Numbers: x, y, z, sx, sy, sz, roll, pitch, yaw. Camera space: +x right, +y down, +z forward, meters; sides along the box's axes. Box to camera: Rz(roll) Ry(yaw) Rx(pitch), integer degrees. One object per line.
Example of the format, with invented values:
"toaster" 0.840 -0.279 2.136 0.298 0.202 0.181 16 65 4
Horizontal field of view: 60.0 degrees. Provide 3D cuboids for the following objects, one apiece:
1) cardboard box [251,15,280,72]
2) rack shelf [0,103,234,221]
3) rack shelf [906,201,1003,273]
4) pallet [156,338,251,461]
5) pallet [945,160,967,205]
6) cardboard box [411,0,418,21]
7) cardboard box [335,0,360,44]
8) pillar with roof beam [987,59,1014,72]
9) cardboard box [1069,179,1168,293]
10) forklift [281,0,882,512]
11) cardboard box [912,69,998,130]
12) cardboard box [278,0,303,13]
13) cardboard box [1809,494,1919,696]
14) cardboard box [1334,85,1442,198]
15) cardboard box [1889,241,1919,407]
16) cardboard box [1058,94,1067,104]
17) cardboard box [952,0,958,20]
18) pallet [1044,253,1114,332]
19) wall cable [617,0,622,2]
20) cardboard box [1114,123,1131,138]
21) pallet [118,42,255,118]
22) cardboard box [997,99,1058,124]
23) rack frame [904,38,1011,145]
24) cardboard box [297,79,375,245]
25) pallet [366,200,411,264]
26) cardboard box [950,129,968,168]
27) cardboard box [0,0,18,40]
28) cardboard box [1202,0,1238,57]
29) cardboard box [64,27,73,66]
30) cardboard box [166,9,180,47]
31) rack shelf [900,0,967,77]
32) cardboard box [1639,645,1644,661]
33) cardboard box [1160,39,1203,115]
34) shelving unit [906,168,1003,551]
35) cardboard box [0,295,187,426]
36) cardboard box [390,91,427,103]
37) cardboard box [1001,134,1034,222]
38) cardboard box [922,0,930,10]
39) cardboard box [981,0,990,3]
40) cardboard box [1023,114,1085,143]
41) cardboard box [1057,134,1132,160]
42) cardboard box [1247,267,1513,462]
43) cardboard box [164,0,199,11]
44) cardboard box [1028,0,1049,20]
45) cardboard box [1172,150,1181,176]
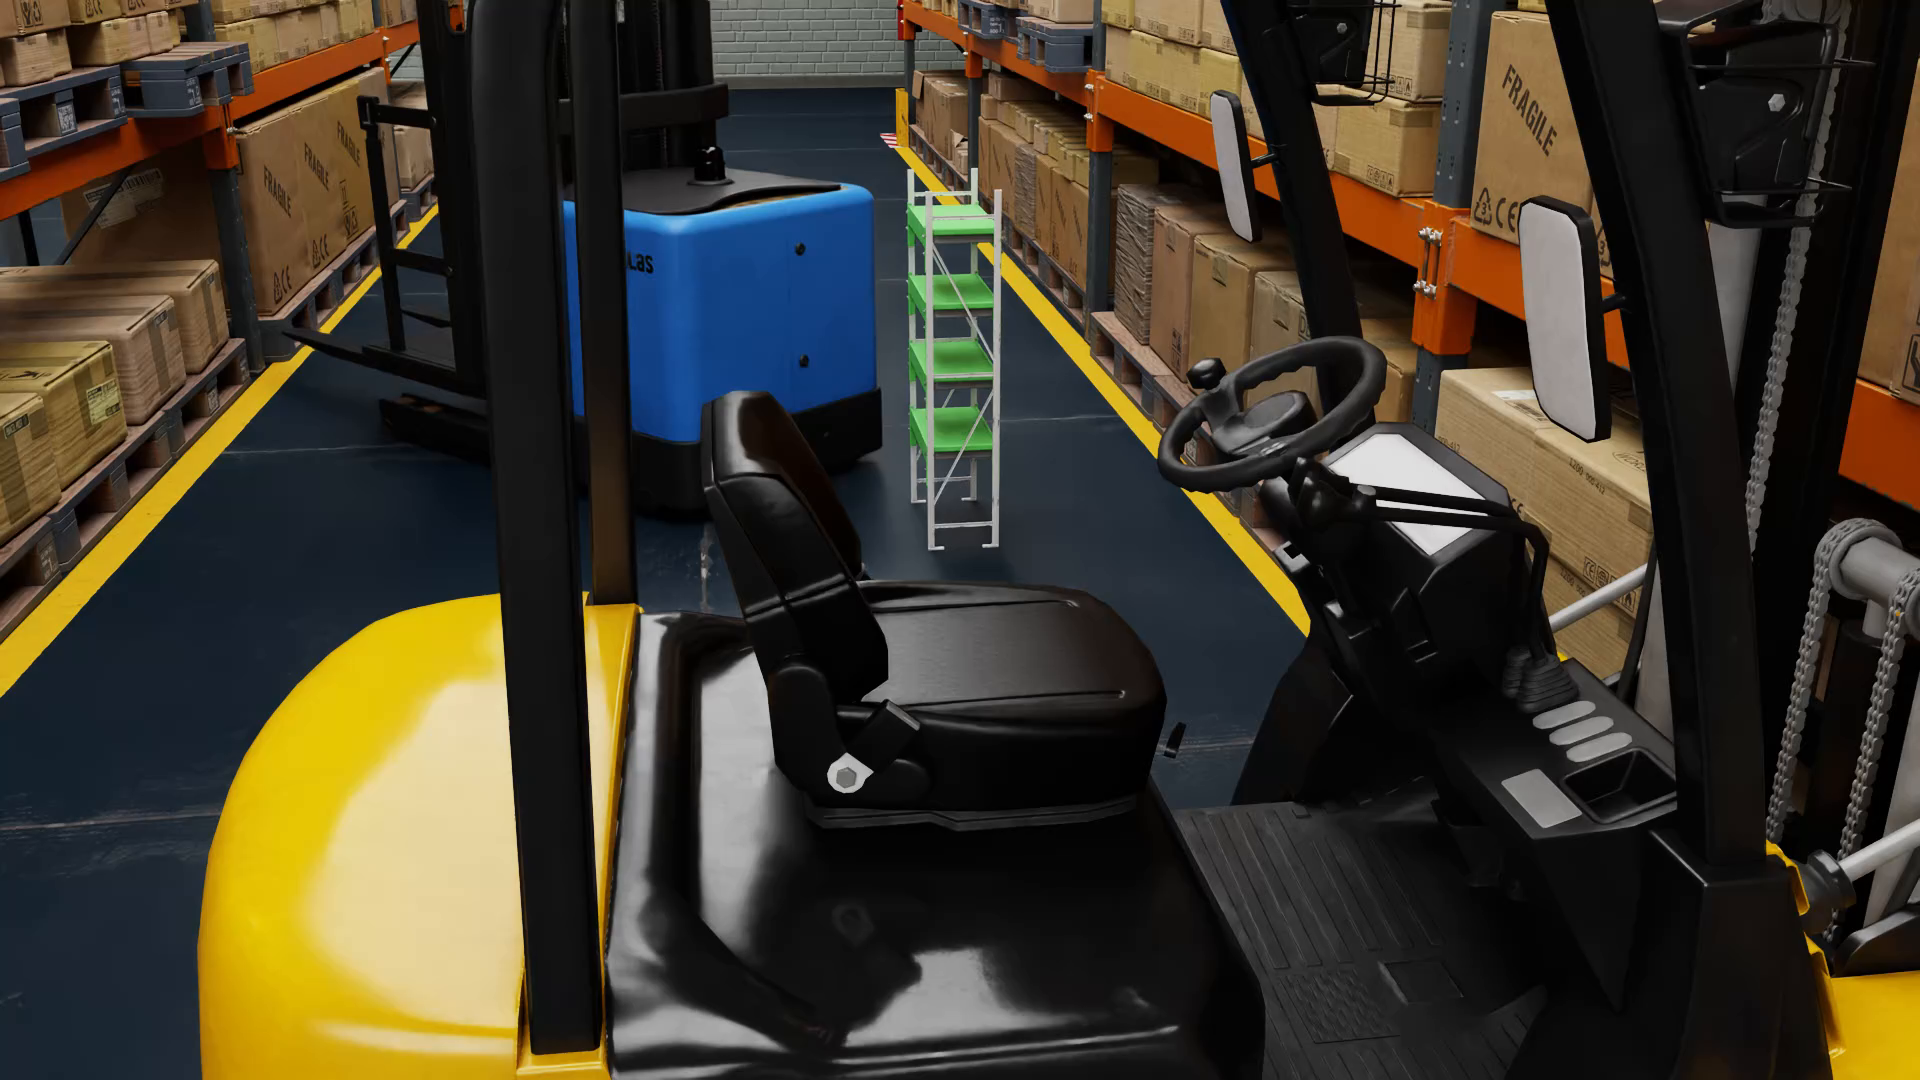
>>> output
"cardboard box" -3.691 -2.458 8.225 0.500 0.250 0.500 -4 21 -9
"rack shelf" -3.489 -1.140 5.510 1.077 0.370 4.000 -3 21 -8
"rack shelf" -0.024 -1.009 5.514 0.258 0.148 0.480 -3 21 -8
"pallet" -3.666 -0.593 7.001 1.003 0.211 1.213 -3 21 -8
"pallet" 0.459 -2.738 12.744 1.003 0.211 1.213 -3 21 -8
"cardboard box" -4.297 -4.124 12.328 0.500 0.500 0.500 -3 21 -7
"cardboard box" -3.968 -3.165 10.118 0.500 0.250 0.500 -3 21 -9
"pillar with roof beam" -3.776 -8.763 16.318 9.100 9.000 0.400 -3 21 -8
"cardboard box" 0.860 -1.583 8.638 0.500 0.500 0.500 -2 21 -6
"forklift" -1.757 -1.878 6.556 3.031 2.935 1.130 16 26 37
"cardboard box" -0.025 -4.002 15.111 0.797 0.503 0.637 -4 21 -10
"cardboard box" -3.739 -2.874 8.623 0.500 0.250 0.500 -3 21 -8
"cardboard box" 1.616 0.119 3.010 0.500 0.250 0.500 -2 21 -6
"cardboard box" 1.379 -1.127 4.662 0.500 0.250 0.500 -2 21 -7
"cardboard box" 1.733 -0.386 2.321 0.500 0.500 0.500 -3 21 -7
"cardboard box" 0.895 -3.023 11.568 0.380 0.149 0.250 -4 21 -10
"cardboard box" 0.141 -3.964 12.401 0.380 0.149 0.250 -2 21 -6
"pallet" 1.063 -1.375 9.097 1.003 0.211 1.213 -3 21 -8
"wall cable" -4.365 -7.442 19.902 0.588 1.984 0.122 -3 21 -8
"cardboard box" 1.128 -2.392 9.879 0.380 0.149 0.250 -3 21 -7
"pallet" -3.569 -1.838 6.625 1.213 0.211 1.003 -3 21 -8
"cardboard box" 0.462 -2.906 11.255 0.380 0.149 0.250 -3 21 -9
"rack frame" -0.020 -5.191 15.328 1.000 3.000 0.127 -3 21 -8
"cardboard box" -4.048 -2.233 9.844 0.875 0.875 0.875 -2 21 -6
"pallet" -4.168 -1.985 10.729 1.003 0.211 1.213 -3 21 -8
"cardboard box" 0.135 -3.024 12.832 0.396 0.266 0.258 -2 21 -6
"cardboard box" -3.115 -1.690 4.785 0.500 0.500 0.500 -3 21 -8
"cardboard box" 1.183 -1.888 5.984 0.500 0.250 0.500 -3 21 -7
"cardboard box" -3.313 -1.697 5.732 0.380 0.149 0.250 -3 21 -7
"cardboard box" -3.387 -2.058 6.697 0.380 0.149 0.250 -3 21 -7
"rack shelf" 0.269 -4.162 13.600 1.077 0.370 4.000 -3 21 -8
"cardboard box" 1.610 0.353 3.099 0.500 0.250 0.500 -3 21 -8
"cardboard box" 1.105 -1.833 6.550 0.500 0.250 0.500 -4 21 -10
"shelving unit" -0.024 -0.619 5.660 0.258 1.200 0.503 -3 21 -8
"cardboard box" -3.592 -0.684 6.416 0.950 0.372 0.625 -3 21 -9
"cardboard box" -4.596 -3.396 13.583 0.875 0.438 0.875 -2 21 -6
"cardboard box" 0.558 -2.296 10.549 0.500 0.500 0.500 -4 21 -9
"cardboard box" -0.107 -4.497 13.829 0.380 0.149 0.250 -4 21 -9
"cardboard box" 0.480 -3.692 10.570 0.700 0.500 0.500 -3 21 -7
"cardboard box" 0.596 -2.549 10.300 0.380 0.149 0.250 -2 21 -6
"cardboard box" 0.754 -2.189 9.335 0.380 0.149 0.250 -2 21 -6
"cardboard box" 1.520 -0.570 5.748 0.875 0.625 0.625 -3 21 -8
"cardboard box" -3.437 -2.409 6.711 0.500 0.500 0.500 -4 21 -9
"cardboard box" 0.661 -2.897 8.799 0.500 0.250 0.500 -4 21 -10
"cardboard box" 1.355 -2.040 8.937 0.380 0.149 0.250 -2 21 -6
